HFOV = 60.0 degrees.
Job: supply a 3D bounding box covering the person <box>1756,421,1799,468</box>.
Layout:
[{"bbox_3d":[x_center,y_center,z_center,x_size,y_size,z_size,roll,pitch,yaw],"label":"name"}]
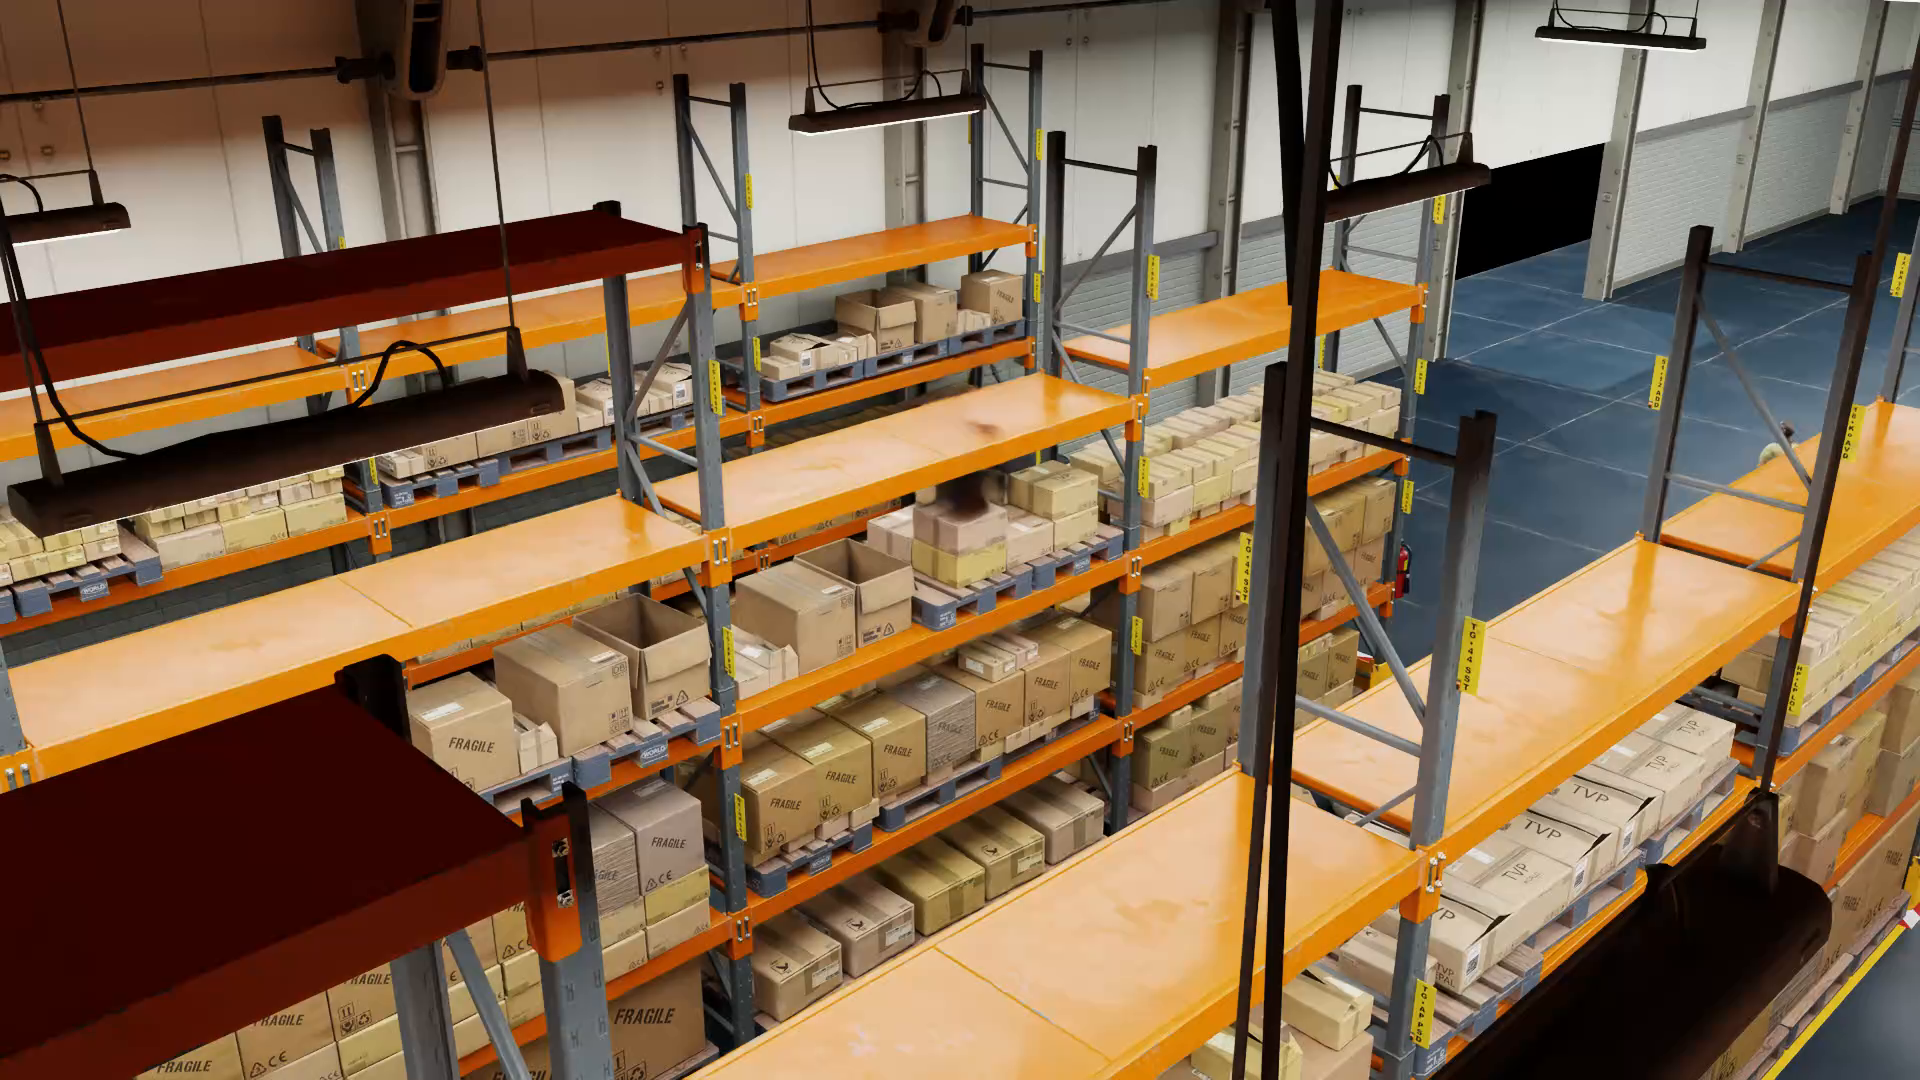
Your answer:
[{"bbox_3d":[9.989,-0.703,20.427,0.573,1.630,0.537,-2,23,-6],"label":"person"}]
